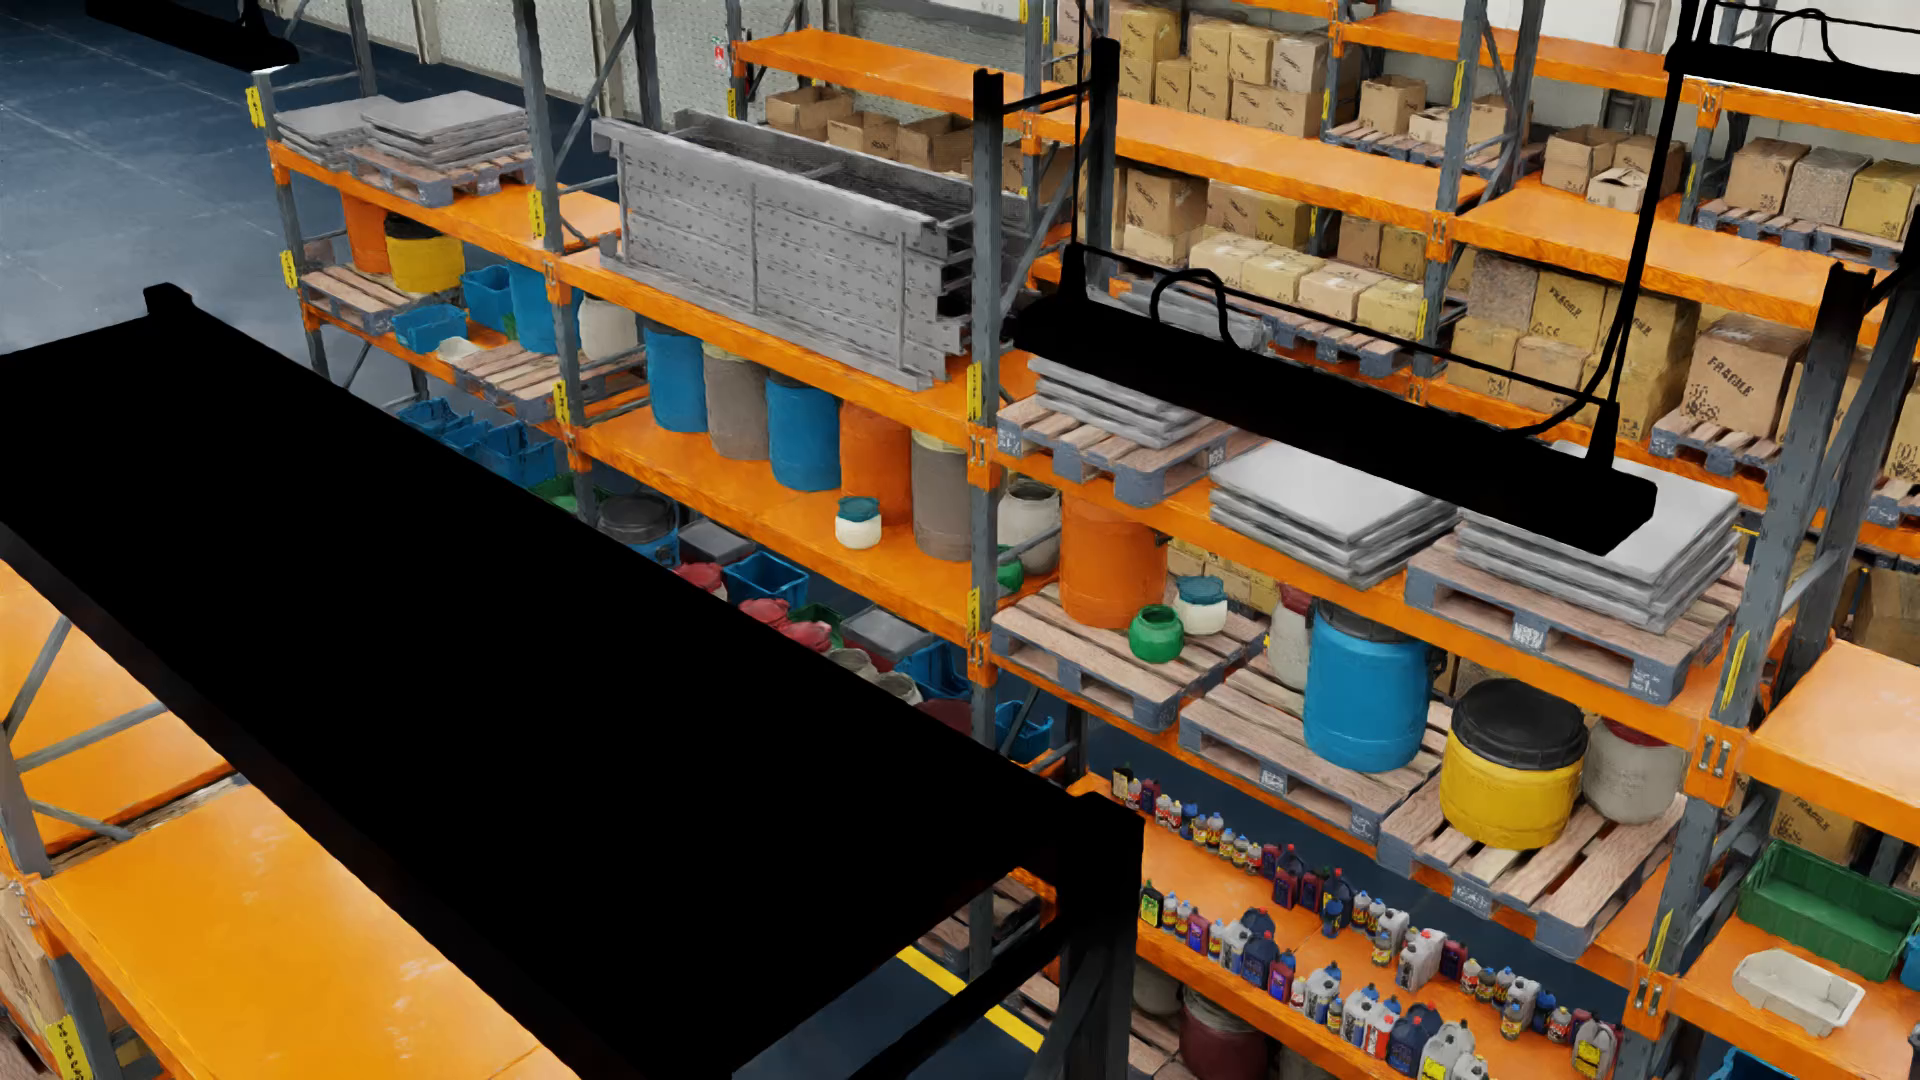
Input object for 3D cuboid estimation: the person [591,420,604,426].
[{"bbox_3d":[-4.125,-1.859,17.822,0.579,1.673,0.463,7,30,12],"label":"person"}]
